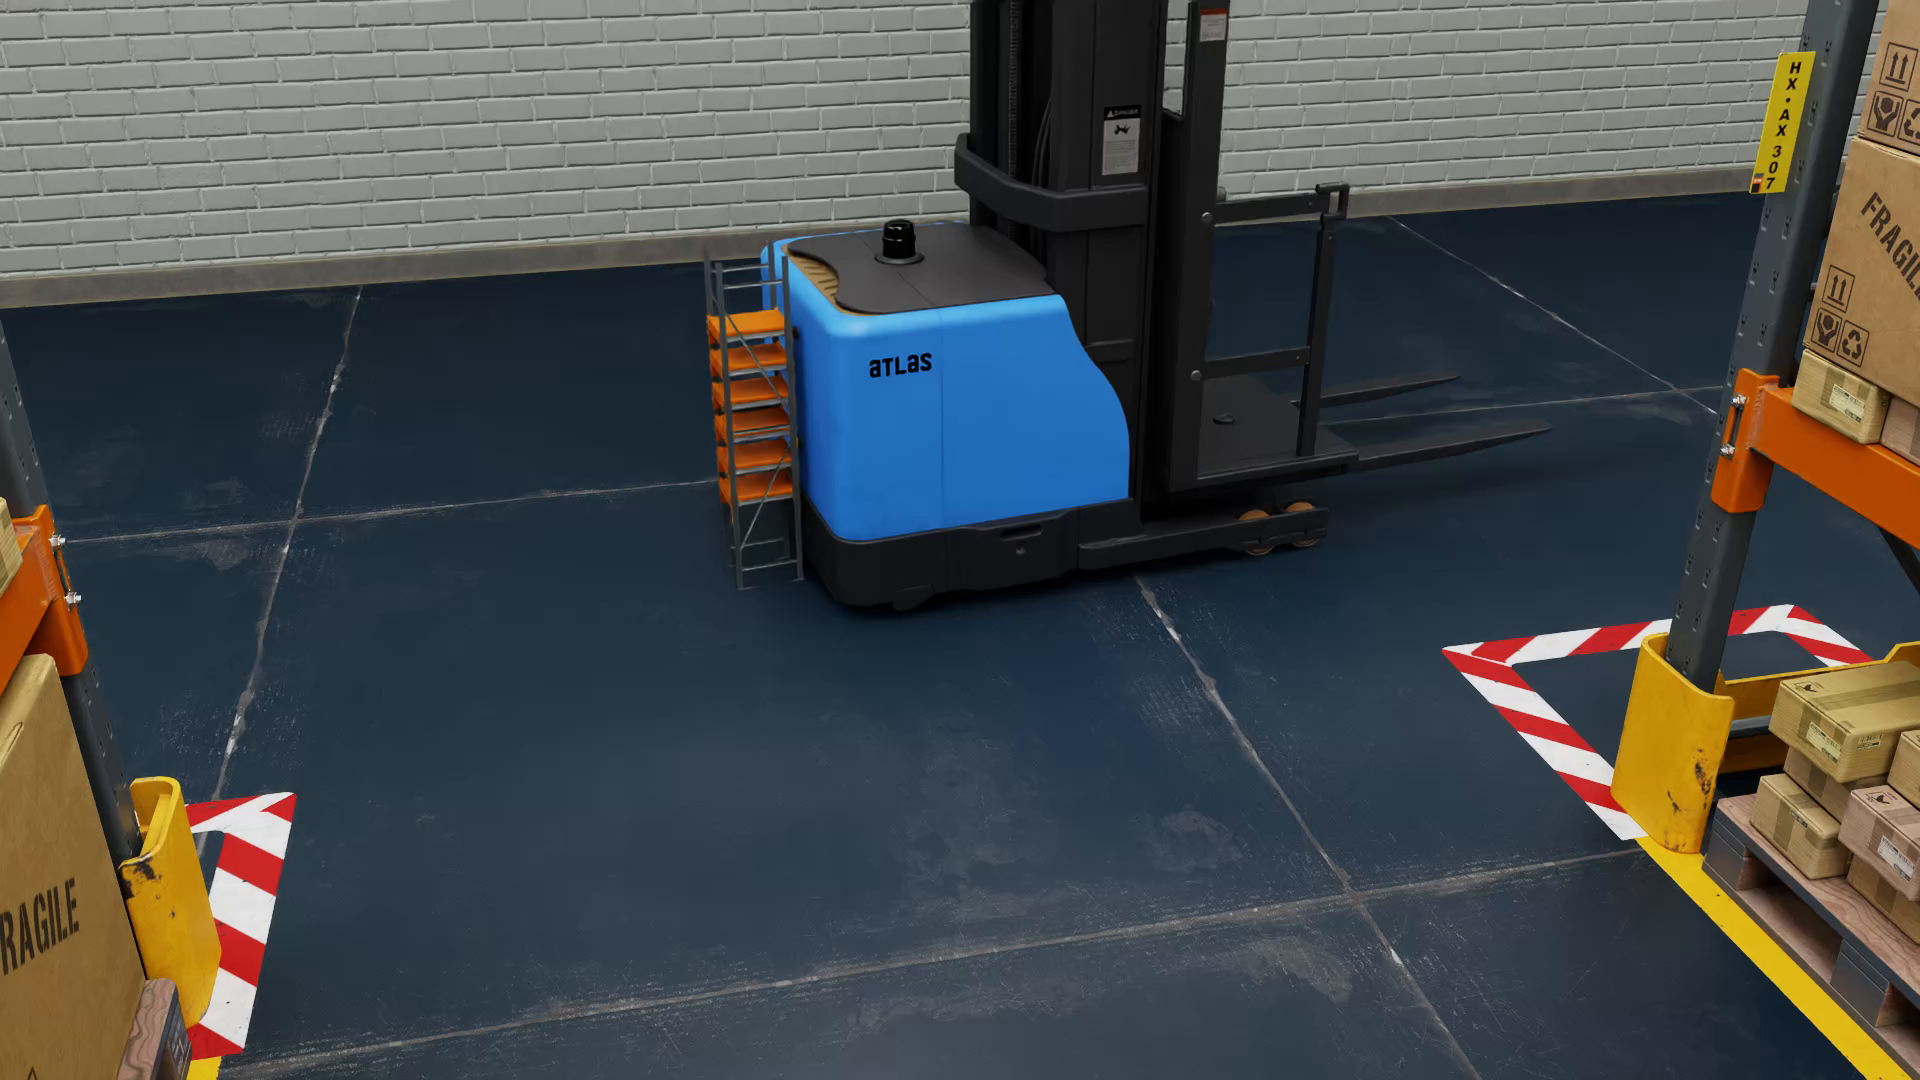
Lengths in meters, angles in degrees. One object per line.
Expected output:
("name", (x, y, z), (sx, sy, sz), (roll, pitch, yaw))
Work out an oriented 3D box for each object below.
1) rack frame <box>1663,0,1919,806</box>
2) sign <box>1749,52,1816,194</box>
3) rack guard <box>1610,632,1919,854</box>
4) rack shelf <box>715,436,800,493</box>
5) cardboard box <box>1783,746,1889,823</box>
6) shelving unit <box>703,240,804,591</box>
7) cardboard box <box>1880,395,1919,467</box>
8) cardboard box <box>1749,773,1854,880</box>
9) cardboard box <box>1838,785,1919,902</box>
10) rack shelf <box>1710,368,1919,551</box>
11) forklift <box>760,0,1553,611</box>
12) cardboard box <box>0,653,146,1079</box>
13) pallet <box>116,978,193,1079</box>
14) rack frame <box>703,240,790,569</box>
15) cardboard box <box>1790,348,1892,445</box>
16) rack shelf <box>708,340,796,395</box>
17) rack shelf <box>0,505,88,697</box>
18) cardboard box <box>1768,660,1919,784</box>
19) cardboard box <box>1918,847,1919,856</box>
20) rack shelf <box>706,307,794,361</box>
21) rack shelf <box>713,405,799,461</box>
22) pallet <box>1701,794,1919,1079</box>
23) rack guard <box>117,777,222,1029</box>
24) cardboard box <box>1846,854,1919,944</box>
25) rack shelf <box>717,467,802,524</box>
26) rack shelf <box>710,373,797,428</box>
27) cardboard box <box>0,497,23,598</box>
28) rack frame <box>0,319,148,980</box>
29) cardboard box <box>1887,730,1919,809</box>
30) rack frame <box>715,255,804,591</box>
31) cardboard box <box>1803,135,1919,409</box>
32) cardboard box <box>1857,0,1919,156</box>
("rack frame", (2.454, -0.642, 4.193), (1.000, 3.000, 0.127), (-6, 27, -12))
("sign", (1.925, -0.973, 3.888), (0.100, 0.325, 0.005), (-6, 27, -12))
("rack guard", (2.471, 0.507, 4.690), (1.175, 0.500, 0.348), (-6, 27, -12))
("rack shelf", (-0.706, -0.265, 5.809), (0.258, 0.103, 0.180), (-10, 28, -18))
("cardboard box", (2.322, 0.567, 4.166), (0.380, 0.149, 0.250), (-5, 27, -9))
("shelving unit", (-0.706, -0.412, 5.735), (0.258, 1.200, 0.189), (-10, 28, -18))
("cardboard box", (2.305, -0.247, 3.689), (0.380, 0.149, 0.250), (-5, 27, -10))
("cardboard box", (2.260, 0.706, 4.220), (0.380, 0.149, 0.250), (-5, 27, -11))
("cardboard box", (2.328, 0.693, 3.917), (0.380, 0.149, 0.250), (-6, 27, -12))
("rack shelf", (2.904, 0.557, 2.615), (1.077, 0.370, 4.000), (-6, 27, -12))
("forklift", (0.838, -1.464, 5.897), (3.031, 2.935, 1.130), (-9, 28, -18))
("cardboard box", (-2.179, 0.851, 3.126), (0.875, 0.875, 0.875), (-6, 27, -12))
("pallet", (-2.145, 1.405, 3.231), (1.003, 0.211, 1.213), (-6, 27, -12))
("rack frame", (-0.738, -0.451, 5.811), (0.240, 1.200, 0.006), (-10, 28, -18))
("cardboard box", (2.207, -0.354, 3.902), (0.380, 0.149, 0.250), (-6, 27, -12))
("rack shelf", (-0.707, -0.587, 5.647), (0.258, 0.103, 0.180), (-10, 28, -18))
("rack shelf", (-1.951, 1.017, 1.705), (1.077, 0.370, 4.000), (-6, 27, -12))
("cardboard box", (2.241, 0.442, 4.082), (0.380, 0.149, 0.250), (-7, 28, -14))
("cardboard box", (2.352, 0.675, 3.622), (0.380, 0.149, 0.250), (-6, 27, -12))
("rack shelf", (-0.707, -0.694, 5.593), (0.258, 0.103, 0.180), (-10, 28, -18))
("rack shelf", (-0.706, -0.373, 5.755), (0.258, 0.103, 0.180), (-10, 28, -18))
("pallet", (2.619, 0.997, 4.041), (1.003, 0.211, 1.213), (-6, 27, -12))
("rack guard", (-2.407, 0.923, 3.867), (1.175, 0.500, 0.348), (-6, 27, -12))
("cardboard box", (2.399, 0.812, 4.009), (0.380, 0.149, 0.250), (-6, 27, -12))
("rack shelf", (-0.706, -0.158, 5.863), (0.258, 0.103, 0.180), (-10, 28, -18))
("rack shelf", (-0.707, -0.480, 5.701), (0.258, 0.103, 0.180), (-10, 28, -18))
("cardboard box", (-2.000, 0.052, 3.096), (0.380, 0.149, 0.250), (-5, 27, -11))
("rack frame", (-2.401, -0.183, 3.283), (1.000, 3.000, 0.127), (-6, 27, -12))
("cardboard box", (2.420, 0.551, 3.867), (0.380, 0.149, 0.250), (-5, 27, -11))
("rack frame", (-0.675, -0.374, 5.658), (0.240, 1.200, 0.006), (-10, 28, -18))
("cardboard box", (2.286, -0.594, 3.657), (0.500, 0.500, 0.500), (-5, 27, -9))
("cardboard box", (2.296, -1.042, 3.434), (0.500, 0.500, 0.500), (-6, 27, -12))
